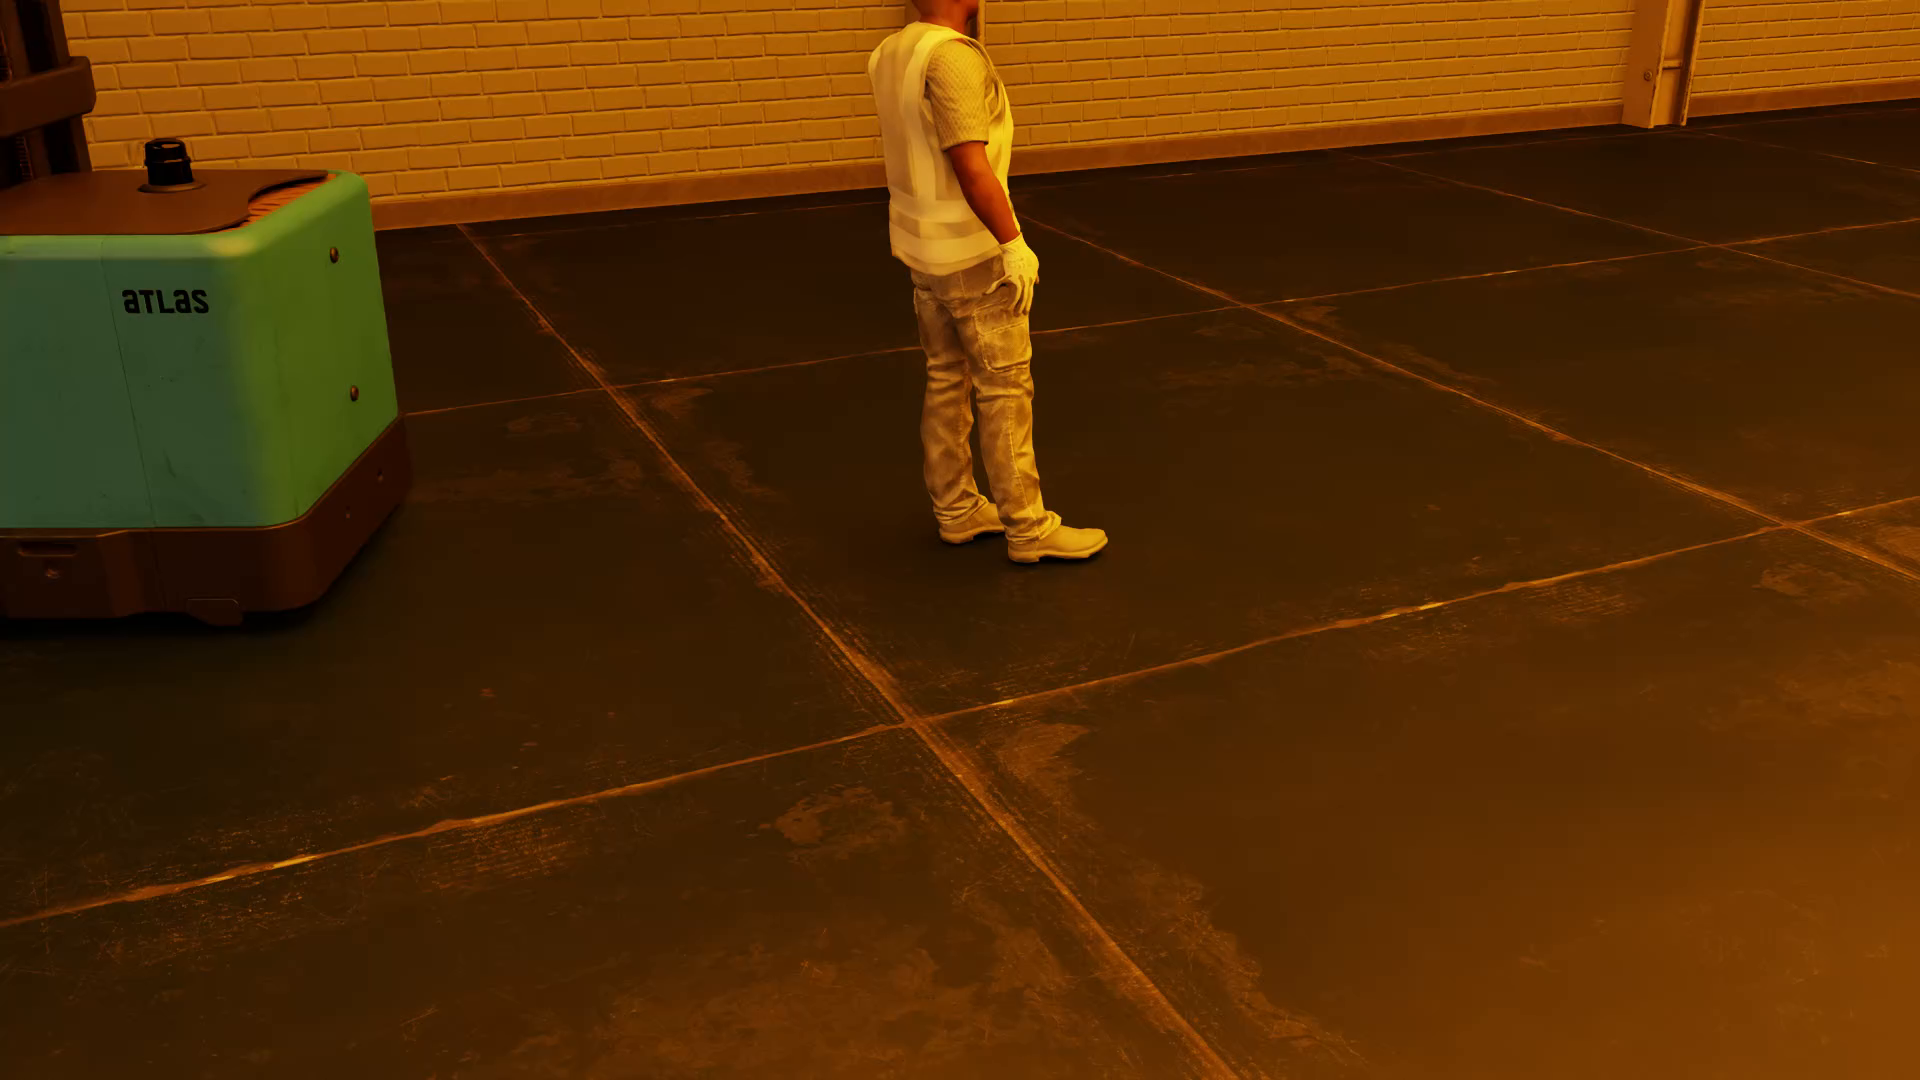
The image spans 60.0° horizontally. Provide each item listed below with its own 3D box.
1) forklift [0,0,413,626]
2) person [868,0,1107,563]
[{"bbox_3d":[-3.266,-1.289,4.389,3.031,2.935,1.130,0,23,-1],"label":"forklift"},{"bbox_3d":[0.069,-0.839,4.784,0.575,1.784,0.656,-10,25,-23],"label":"person"}]
